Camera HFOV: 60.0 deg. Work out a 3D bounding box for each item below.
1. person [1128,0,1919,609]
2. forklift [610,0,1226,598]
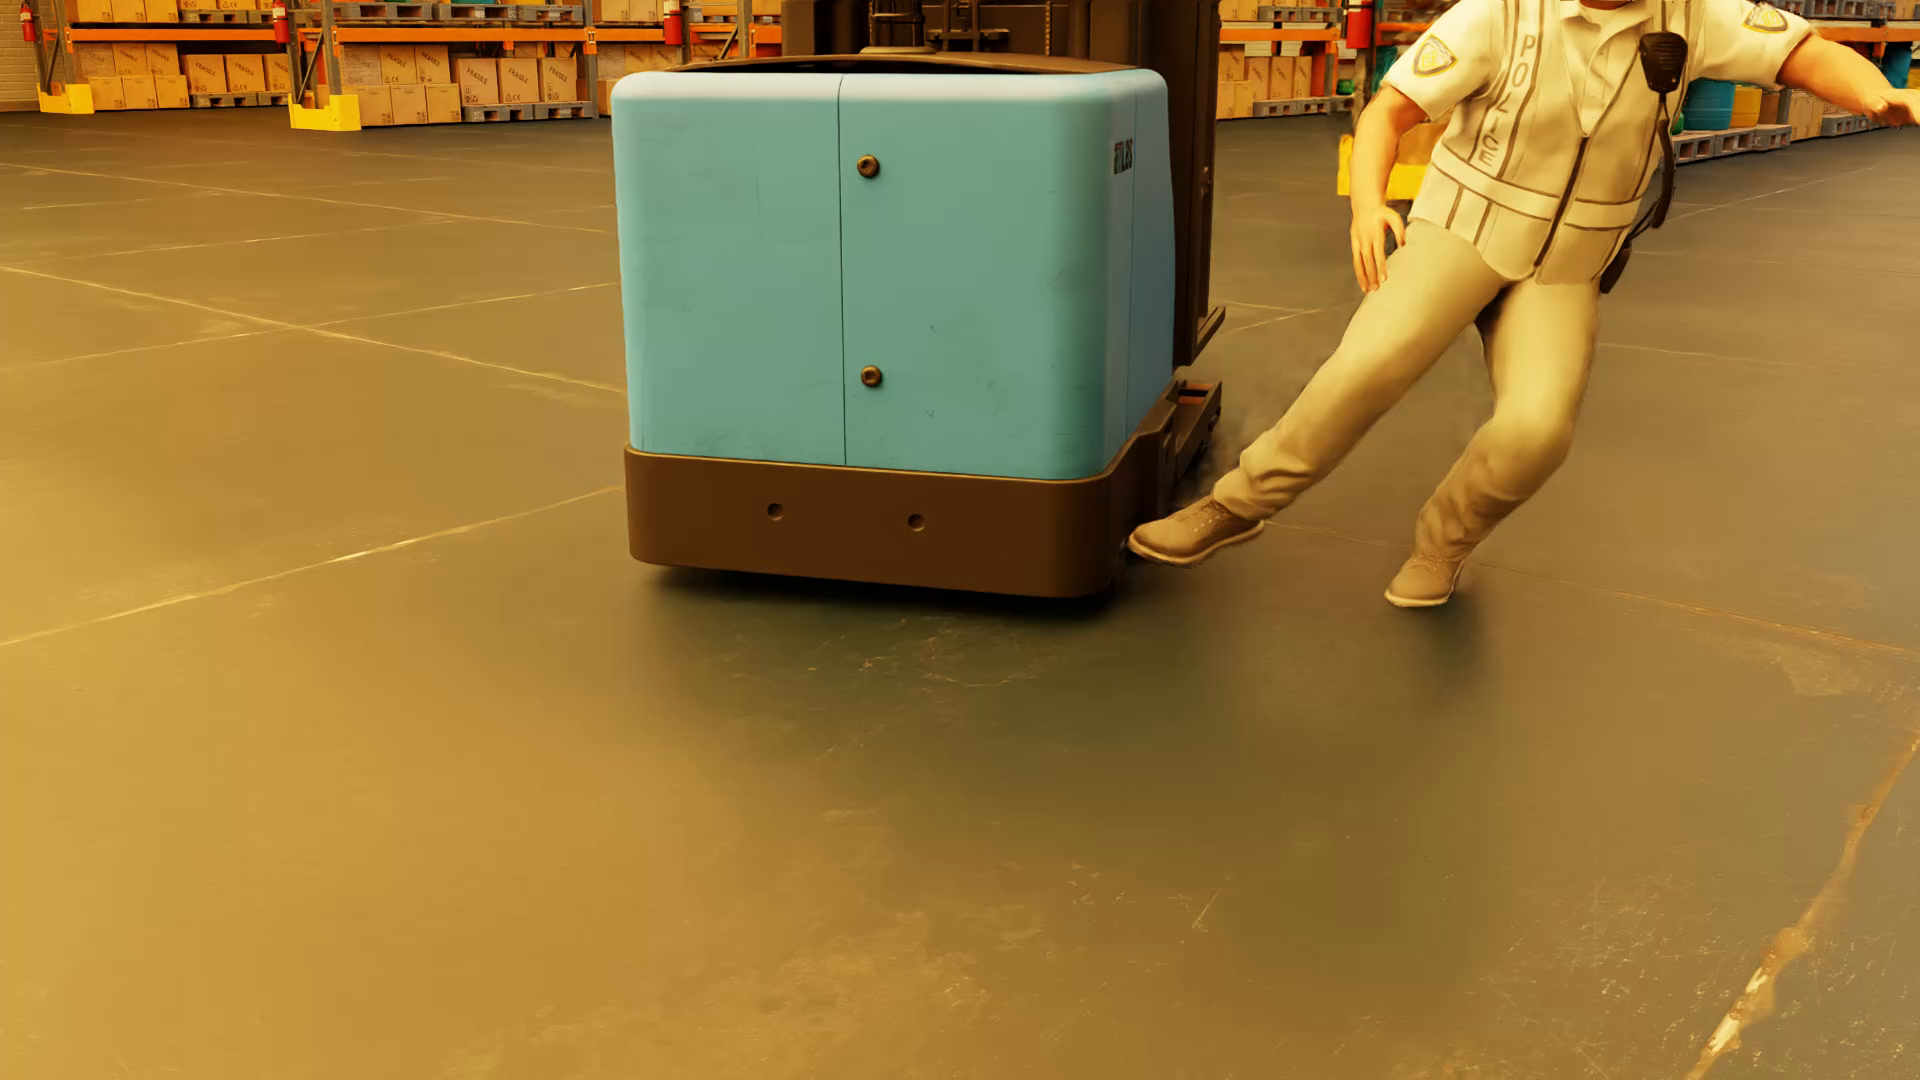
[{"bbox_3d":[0.999,-0.544,3.206,1.293,1.511,0.941,0,17,0],"label":"person"},{"bbox_3d":[0.158,-1.674,4.410,1.130,2.935,3.031,4,17,14],"label":"forklift"}]
